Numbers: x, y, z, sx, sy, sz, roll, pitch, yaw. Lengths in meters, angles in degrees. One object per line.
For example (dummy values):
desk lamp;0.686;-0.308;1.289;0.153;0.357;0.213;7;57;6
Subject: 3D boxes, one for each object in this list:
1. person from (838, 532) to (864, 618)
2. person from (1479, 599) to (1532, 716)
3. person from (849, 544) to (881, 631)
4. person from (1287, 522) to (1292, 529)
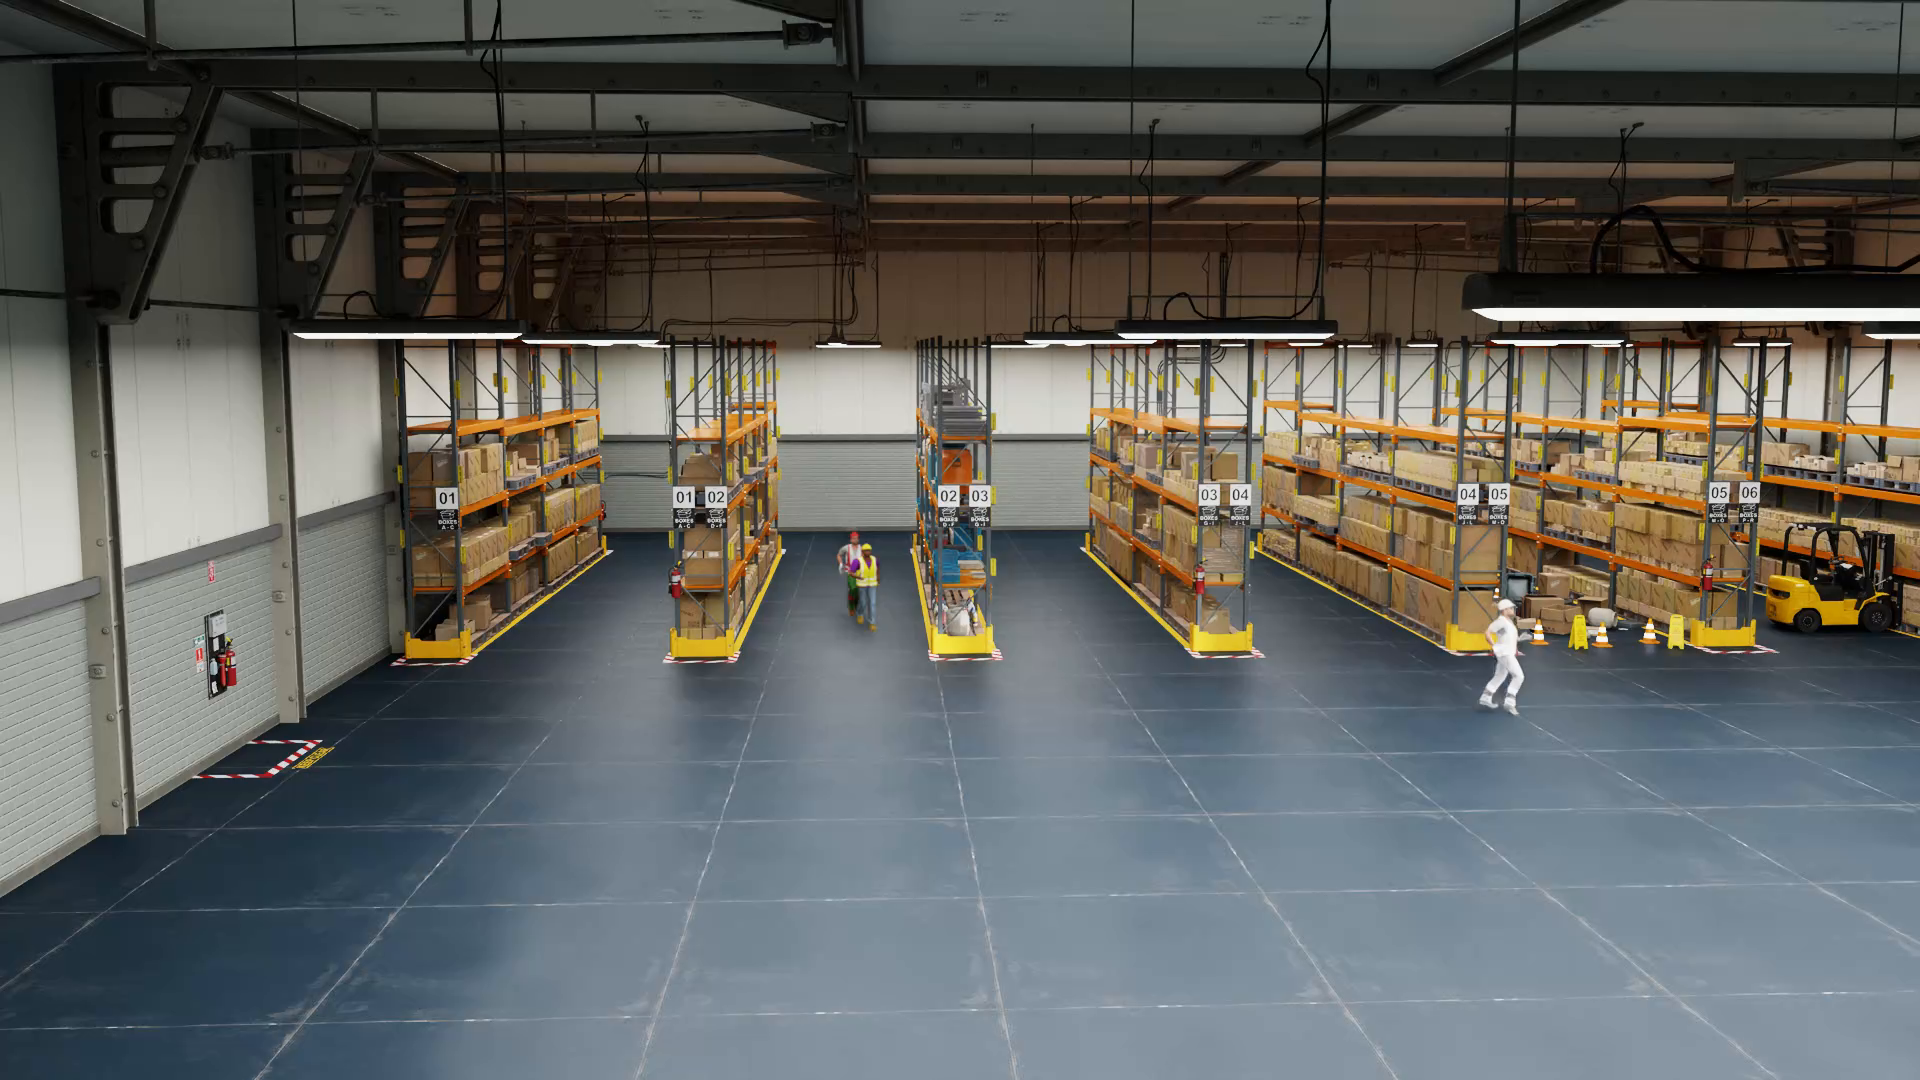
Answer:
person;-2.281;0.741;35.974;0.642;1.837;0.760;-2;7;-19
person;8.628;1.856;26.287;0.767;1.841;0.645;3;7;24
person;-1.932;0.950;34.204;0.693;1.760;0.991;-2;7;-18
person;9.856;-0.686;49.132;0.606;1.677;0.725;5;8;36
